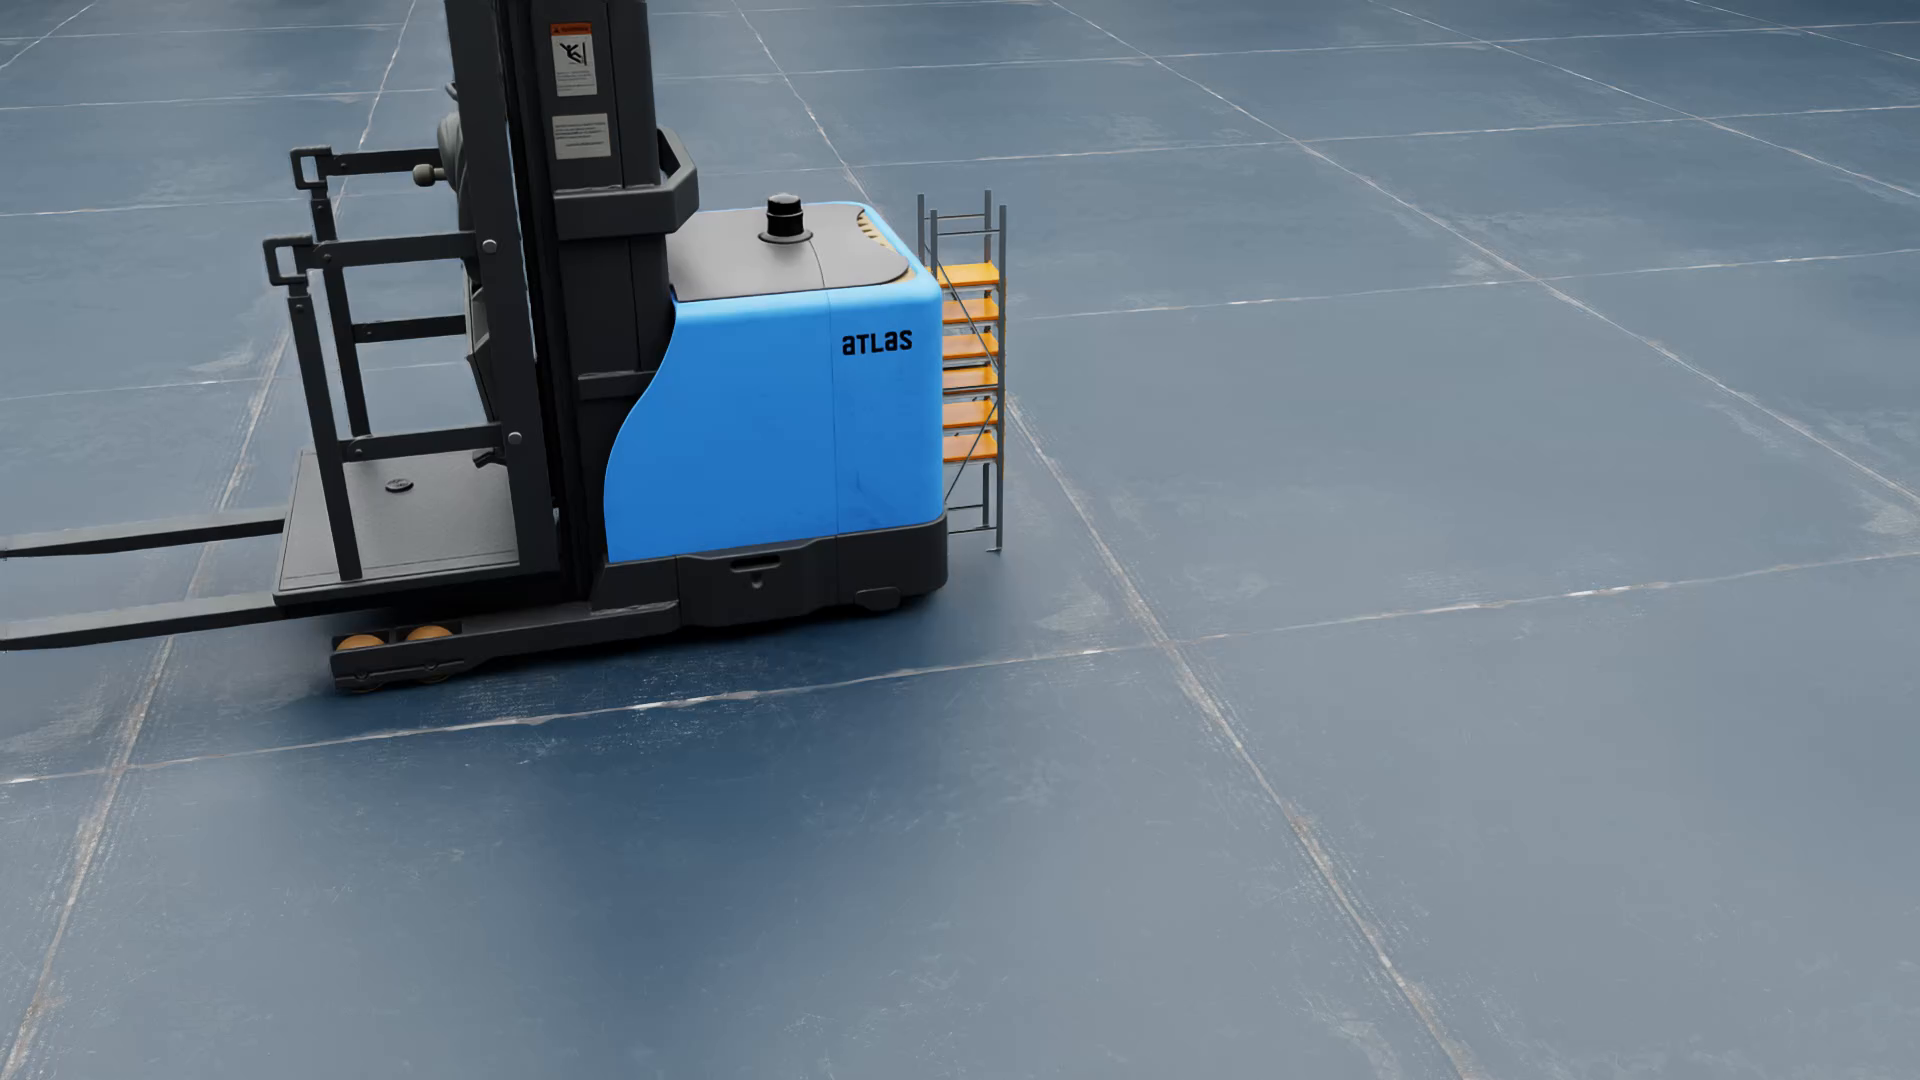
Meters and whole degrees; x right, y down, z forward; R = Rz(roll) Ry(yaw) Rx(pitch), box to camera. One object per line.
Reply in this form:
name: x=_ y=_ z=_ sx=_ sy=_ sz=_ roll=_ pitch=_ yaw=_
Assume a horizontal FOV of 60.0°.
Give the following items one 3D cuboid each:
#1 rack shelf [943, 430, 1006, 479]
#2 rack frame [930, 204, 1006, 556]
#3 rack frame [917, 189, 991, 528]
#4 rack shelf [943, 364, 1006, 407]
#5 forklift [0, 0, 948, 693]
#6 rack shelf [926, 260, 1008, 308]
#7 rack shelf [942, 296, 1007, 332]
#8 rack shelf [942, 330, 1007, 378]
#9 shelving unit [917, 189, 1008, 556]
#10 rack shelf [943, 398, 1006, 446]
rack shelf: x=0.005 y=-0.276 z=5.596 sx=0.258 sy=0.103 sz=0.180 roll=-6 pitch=27 yaw=-12
rack frame: x=0.026 y=-0.490 z=5.388 sx=0.240 sy=1.200 sz=0.006 roll=-6 pitch=27 yaw=-12
rack frame: x=-0.017 y=-0.570 z=5.547 sx=0.240 sy=1.200 sz=0.006 roll=-6 pitch=27 yaw=-12
rack shelf: x=0.005 y=-0.490 z=5.487 sx=0.258 sy=0.103 sz=0.180 roll=-6 pitch=27 yaw=-12
forklift: x=-1.615 y=-1.127 z=4.730 sx=3.031 sy=2.935 sz=1.130 roll=-7 pitch=28 yaw=-14
rack shelf: x=0.004 y=-0.811 z=5.325 sx=0.258 sy=0.103 sz=0.180 roll=-6 pitch=27 yaw=-12
rack shelf: x=0.005 y=-0.704 z=5.379 sx=0.258 sy=0.103 sz=0.180 roll=-6 pitch=27 yaw=-12
rack shelf: x=0.005 y=-0.597 z=5.433 sx=0.258 sy=0.103 sz=0.180 roll=-6 pitch=27 yaw=-12
shelving unit: x=0.005 y=-0.530 z=5.467 sx=0.258 sy=1.200 sz=0.189 roll=-6 pitch=27 yaw=-12
rack shelf: x=0.005 y=-0.383 z=5.542 sx=0.258 sy=0.103 sz=0.180 roll=-6 pitch=27 yaw=-12
